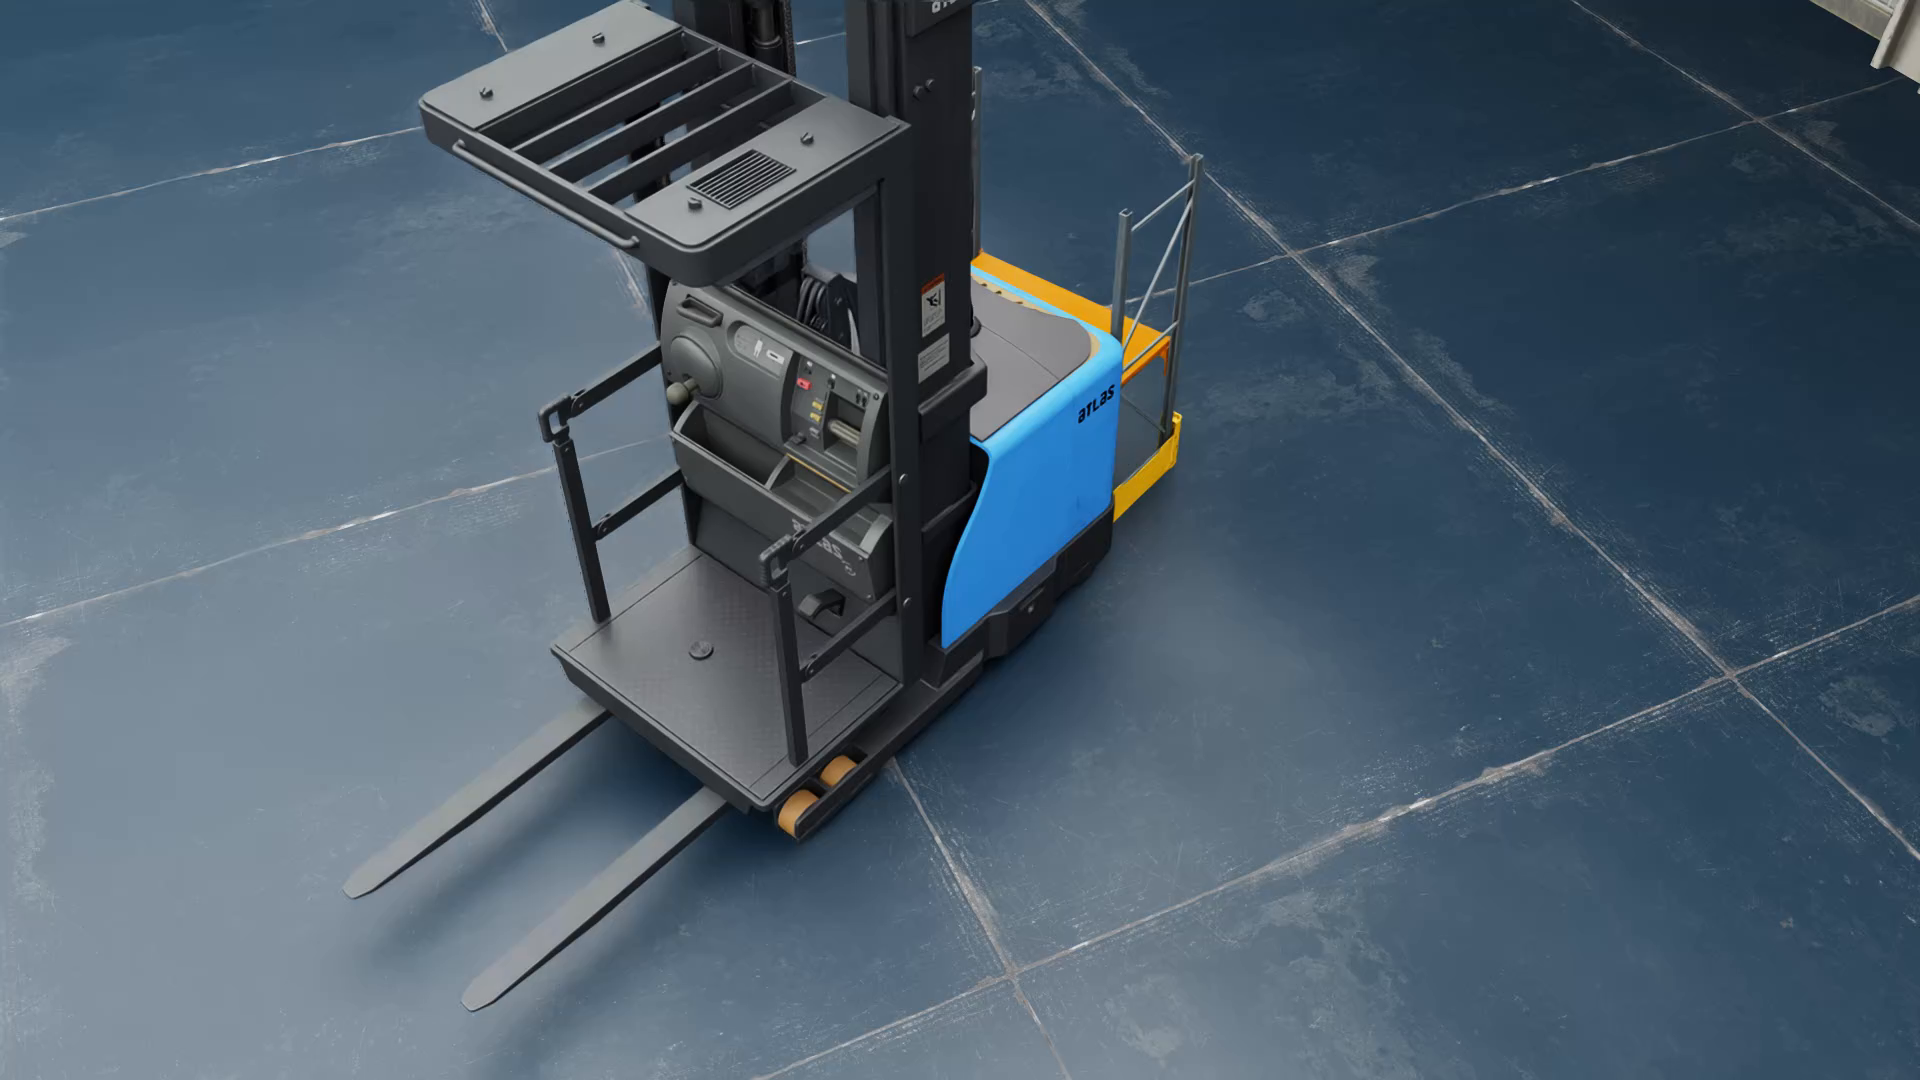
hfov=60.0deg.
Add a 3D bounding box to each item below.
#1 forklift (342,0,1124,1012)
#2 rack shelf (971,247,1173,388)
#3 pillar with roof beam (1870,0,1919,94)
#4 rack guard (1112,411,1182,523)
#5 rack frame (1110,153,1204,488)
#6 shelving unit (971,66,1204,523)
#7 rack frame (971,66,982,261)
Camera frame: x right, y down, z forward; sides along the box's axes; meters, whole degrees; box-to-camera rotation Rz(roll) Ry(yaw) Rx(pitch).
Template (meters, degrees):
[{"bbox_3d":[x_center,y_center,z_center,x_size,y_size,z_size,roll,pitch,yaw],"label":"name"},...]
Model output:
[{"bbox_3d":[-0.736,-0.425,5.094,1.130,2.935,3.031,31,52,28],"label":"forklift"},{"bbox_3d":[0.319,-0.821,6.770,1.000,0.185,0.538,29,51,26],"label":"rack shelf"},{"bbox_3d":[1.516,-4.570,4.975,9.100,9.000,0.400,-18,47,-17],"label":"pillar with roof beam"},{"bbox_3d":[0.717,-0.283,6.859,0.087,0.250,0.587,29,51,26],"label":"rack guard"},{"bbox_3d":[0.718,-0.728,6.419,0.032,1.500,0.500,29,51,26],"label":"rack frame"},{"bbox_3d":[0.326,-0.945,6.640,1.083,1.500,0.587,29,51,26],"label":"shelving unit"},{"bbox_3d":[-0.080,-1.170,6.868,0.032,1.500,0.500,29,51,26],"label":"rack frame"}]
